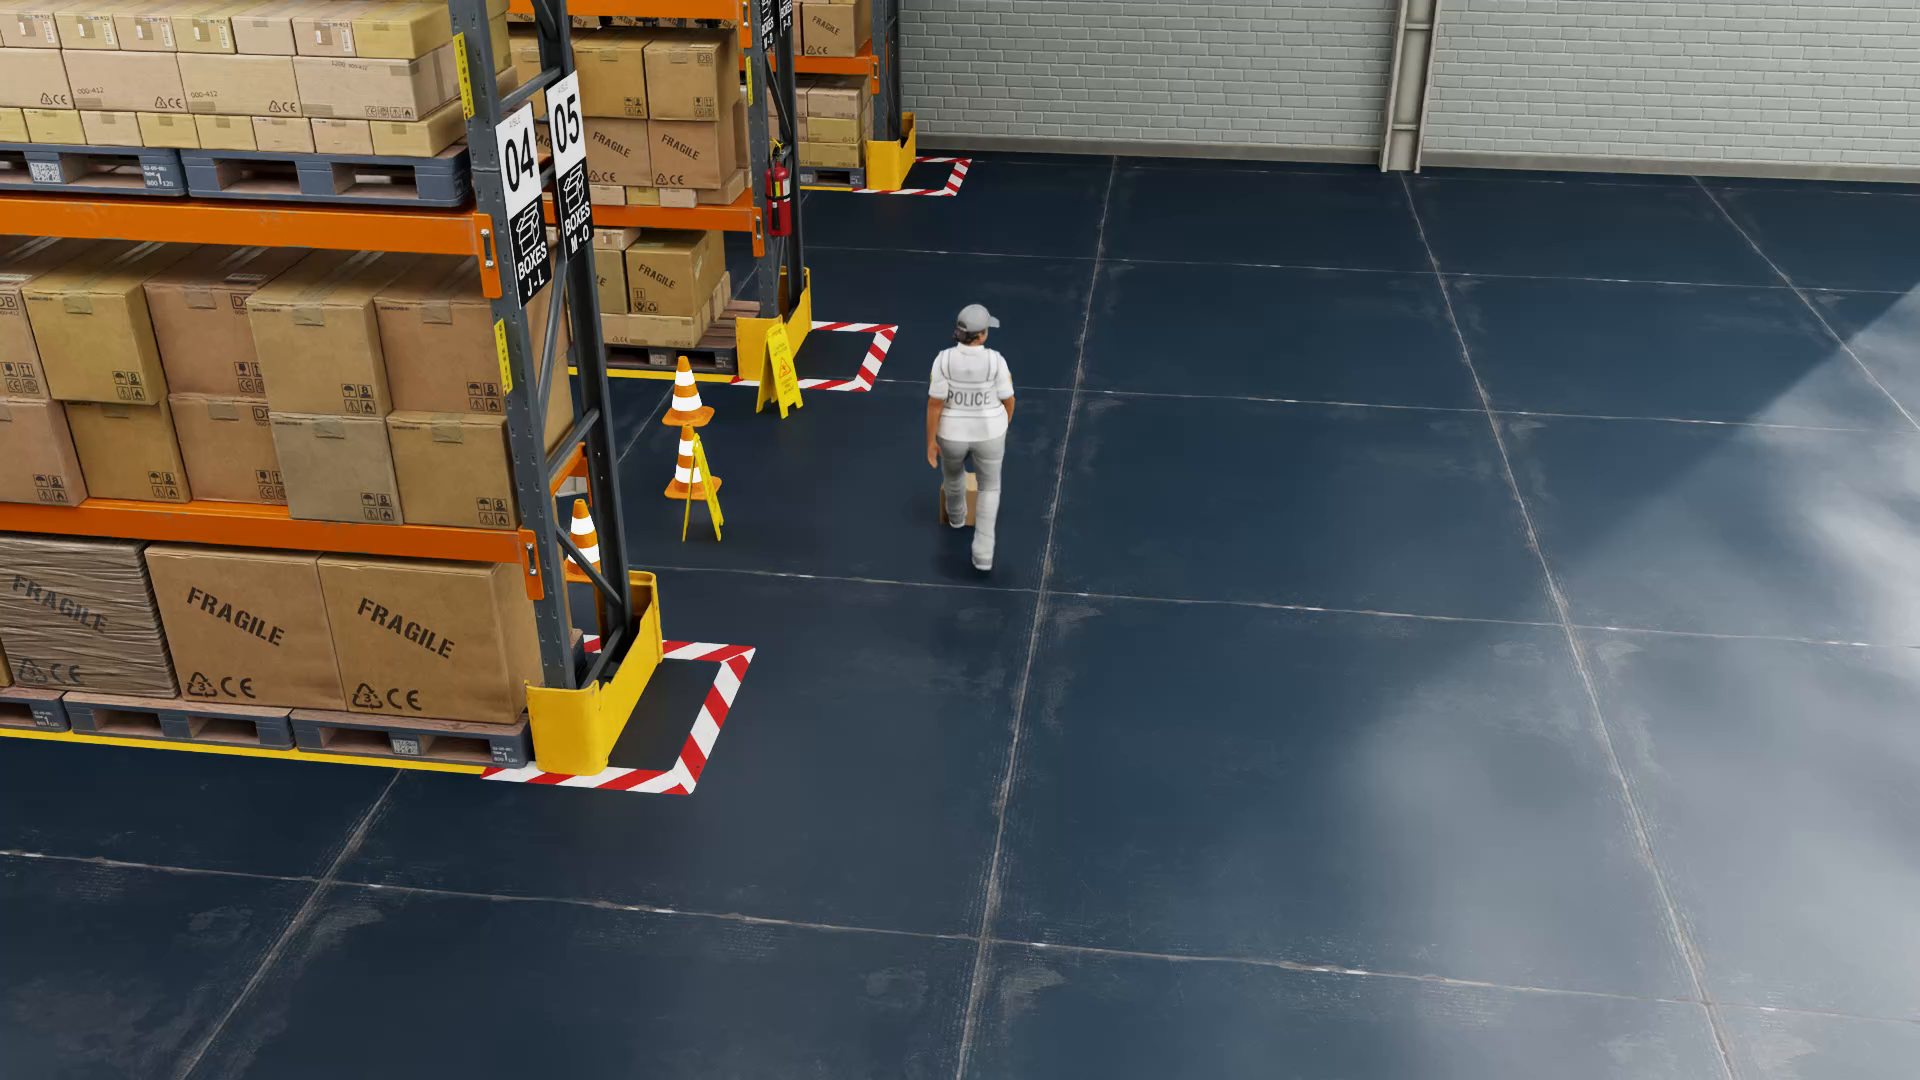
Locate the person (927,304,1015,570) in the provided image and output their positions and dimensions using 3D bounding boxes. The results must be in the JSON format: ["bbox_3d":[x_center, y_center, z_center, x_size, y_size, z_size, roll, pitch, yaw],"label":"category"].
[{"bbox_3d":[0.078,-0.682,9.903,0.505,1.602,0.942,3,29,5],"label":"person"}]
